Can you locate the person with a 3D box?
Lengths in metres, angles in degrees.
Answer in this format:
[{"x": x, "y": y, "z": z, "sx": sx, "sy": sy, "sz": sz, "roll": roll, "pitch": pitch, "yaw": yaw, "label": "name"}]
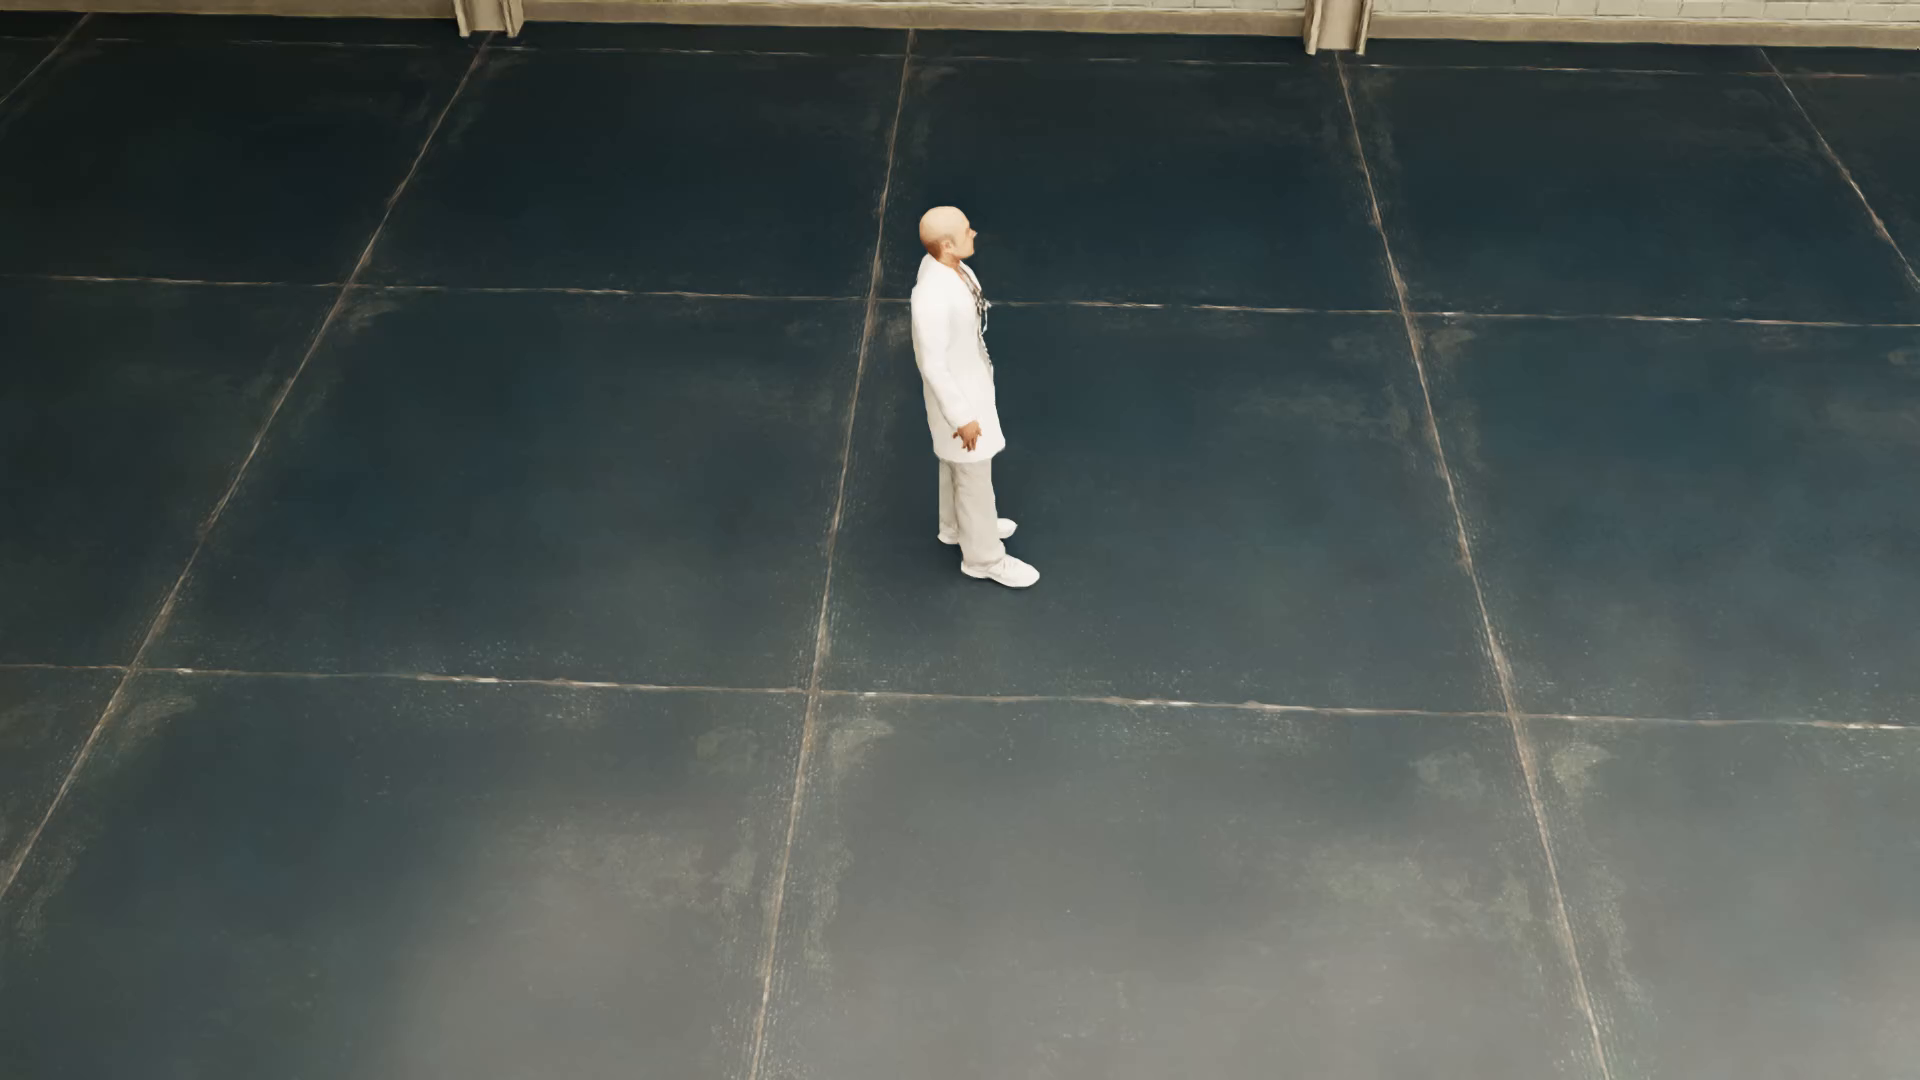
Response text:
[{"x": 0.091, "y": -0.656, "z": 7.306, "sx": 0.579, "sy": 1.776, "sz": 0.694, "roll": 2, "pitch": 42, "yaw": 2, "label": "person"}]
